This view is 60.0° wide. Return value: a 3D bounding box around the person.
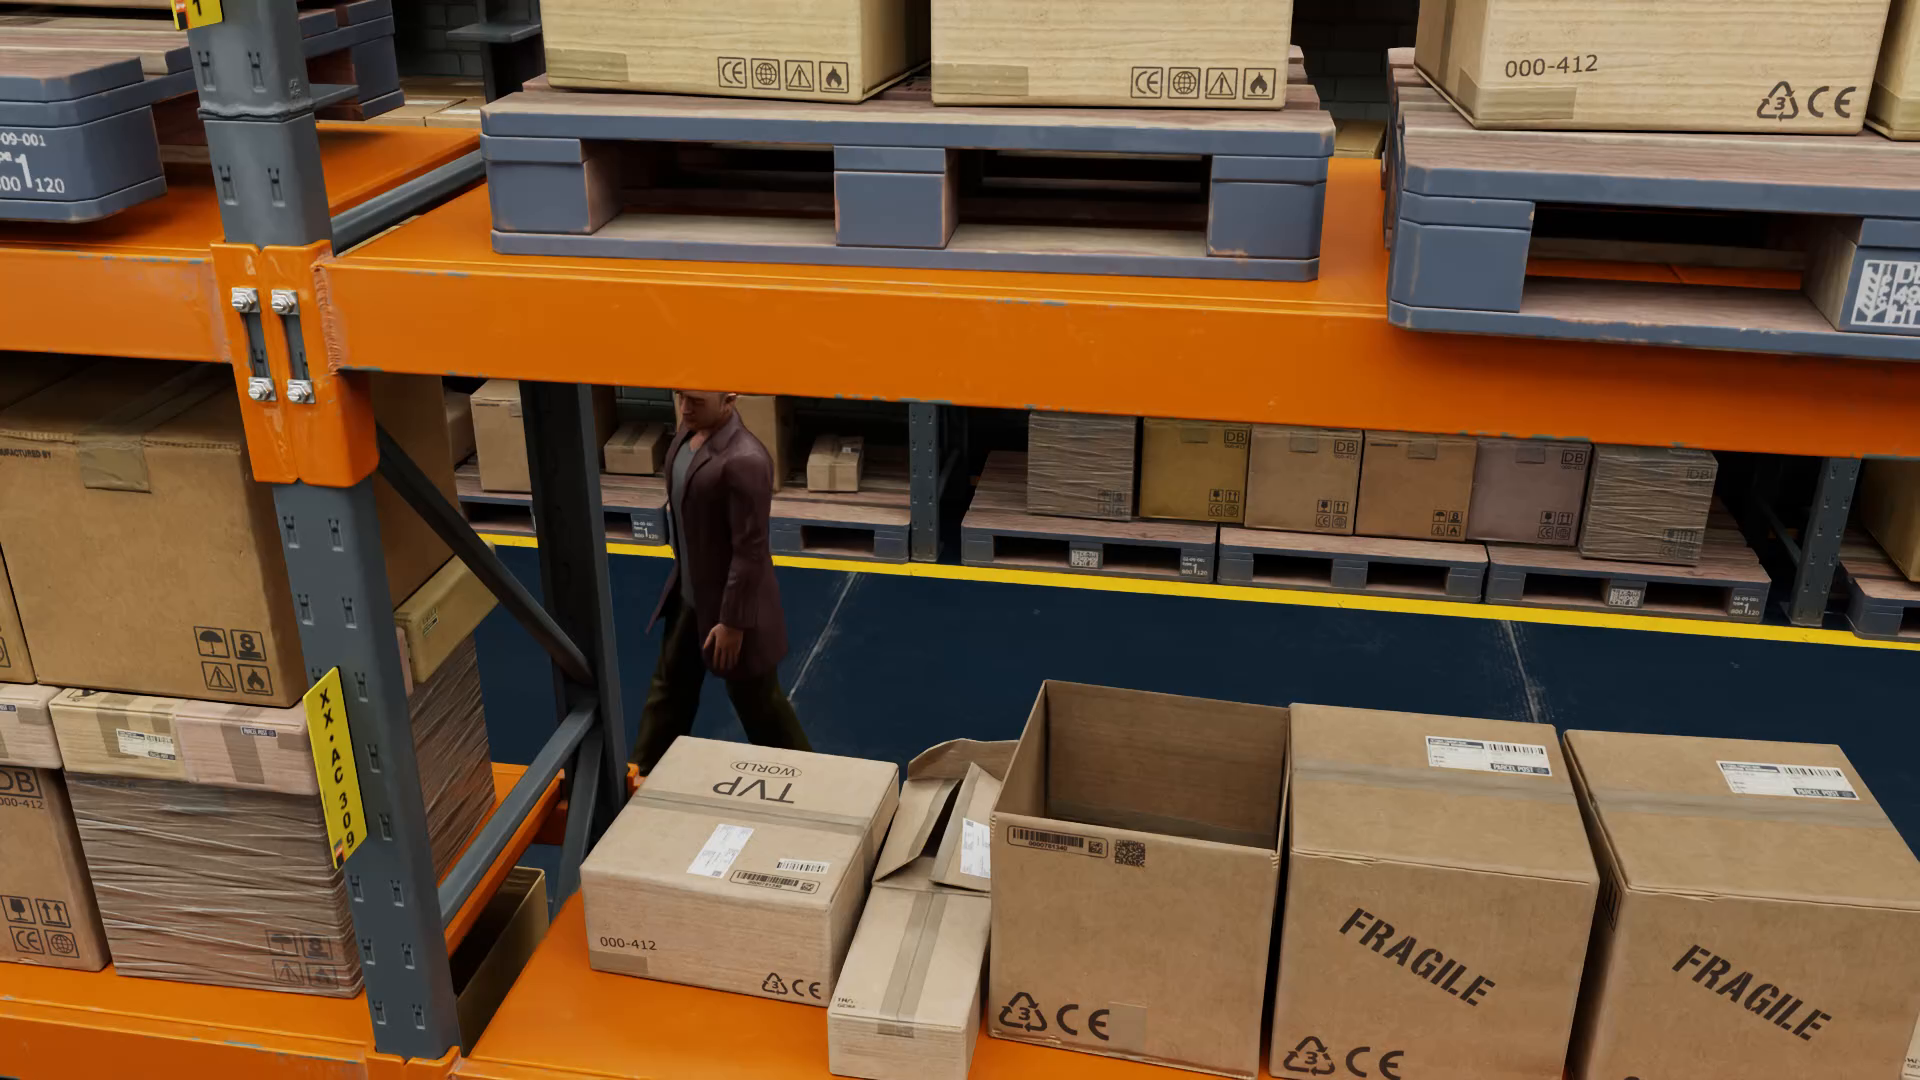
[{"bbox_3d":[-0.912,0.197,5.652,0.854,1.751,0.615,-15,29,-30],"label":"person"}]
